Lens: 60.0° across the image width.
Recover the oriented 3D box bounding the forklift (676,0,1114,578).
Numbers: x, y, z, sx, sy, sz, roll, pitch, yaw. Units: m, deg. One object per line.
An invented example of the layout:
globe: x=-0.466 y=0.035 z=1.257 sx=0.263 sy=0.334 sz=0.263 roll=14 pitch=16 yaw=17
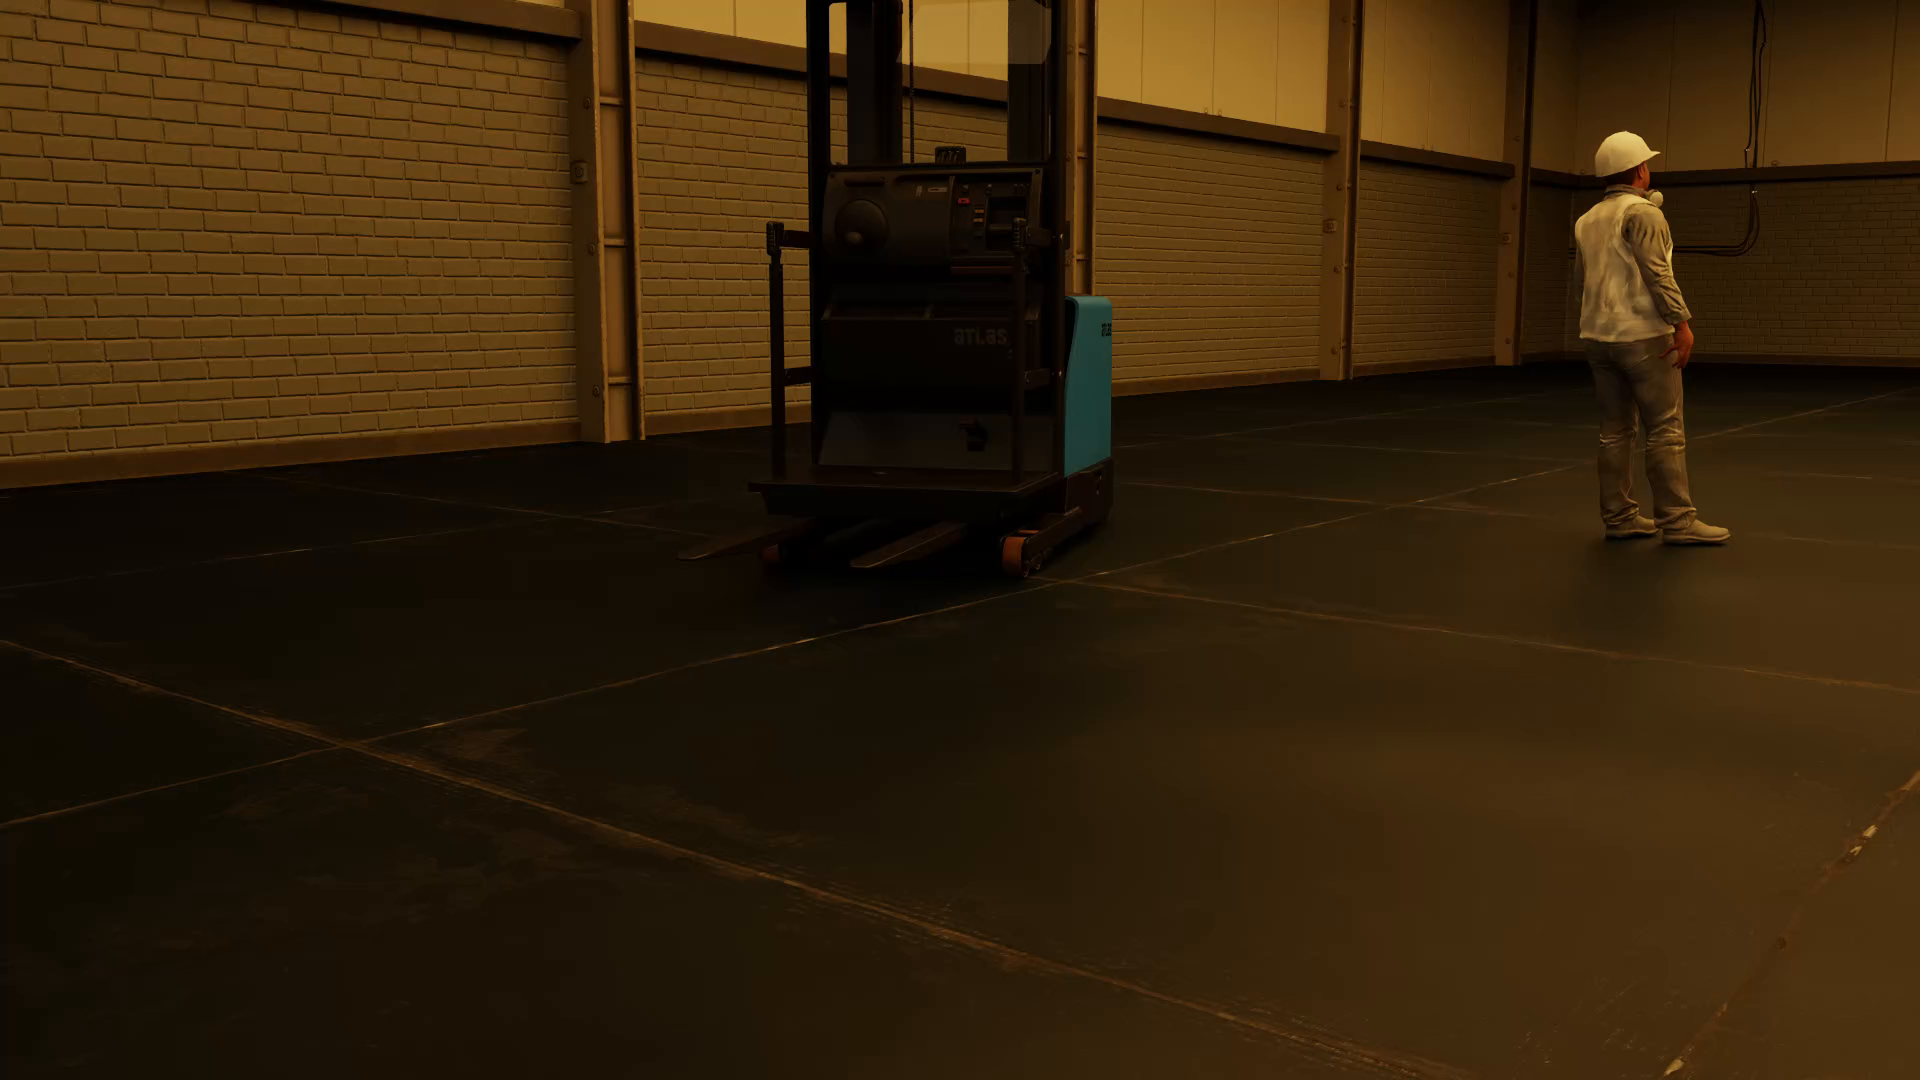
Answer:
forklift: x=-0.176 y=-1.366 z=6.616 sx=1.130 sy=2.935 sz=3.031 roll=3 pitch=9 yaw=17

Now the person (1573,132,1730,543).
person: x=3.030 y=-0.896 z=7.349 sx=0.566 sy=1.775 sz=0.634 roll=-2 pitch=9 yaw=-16
